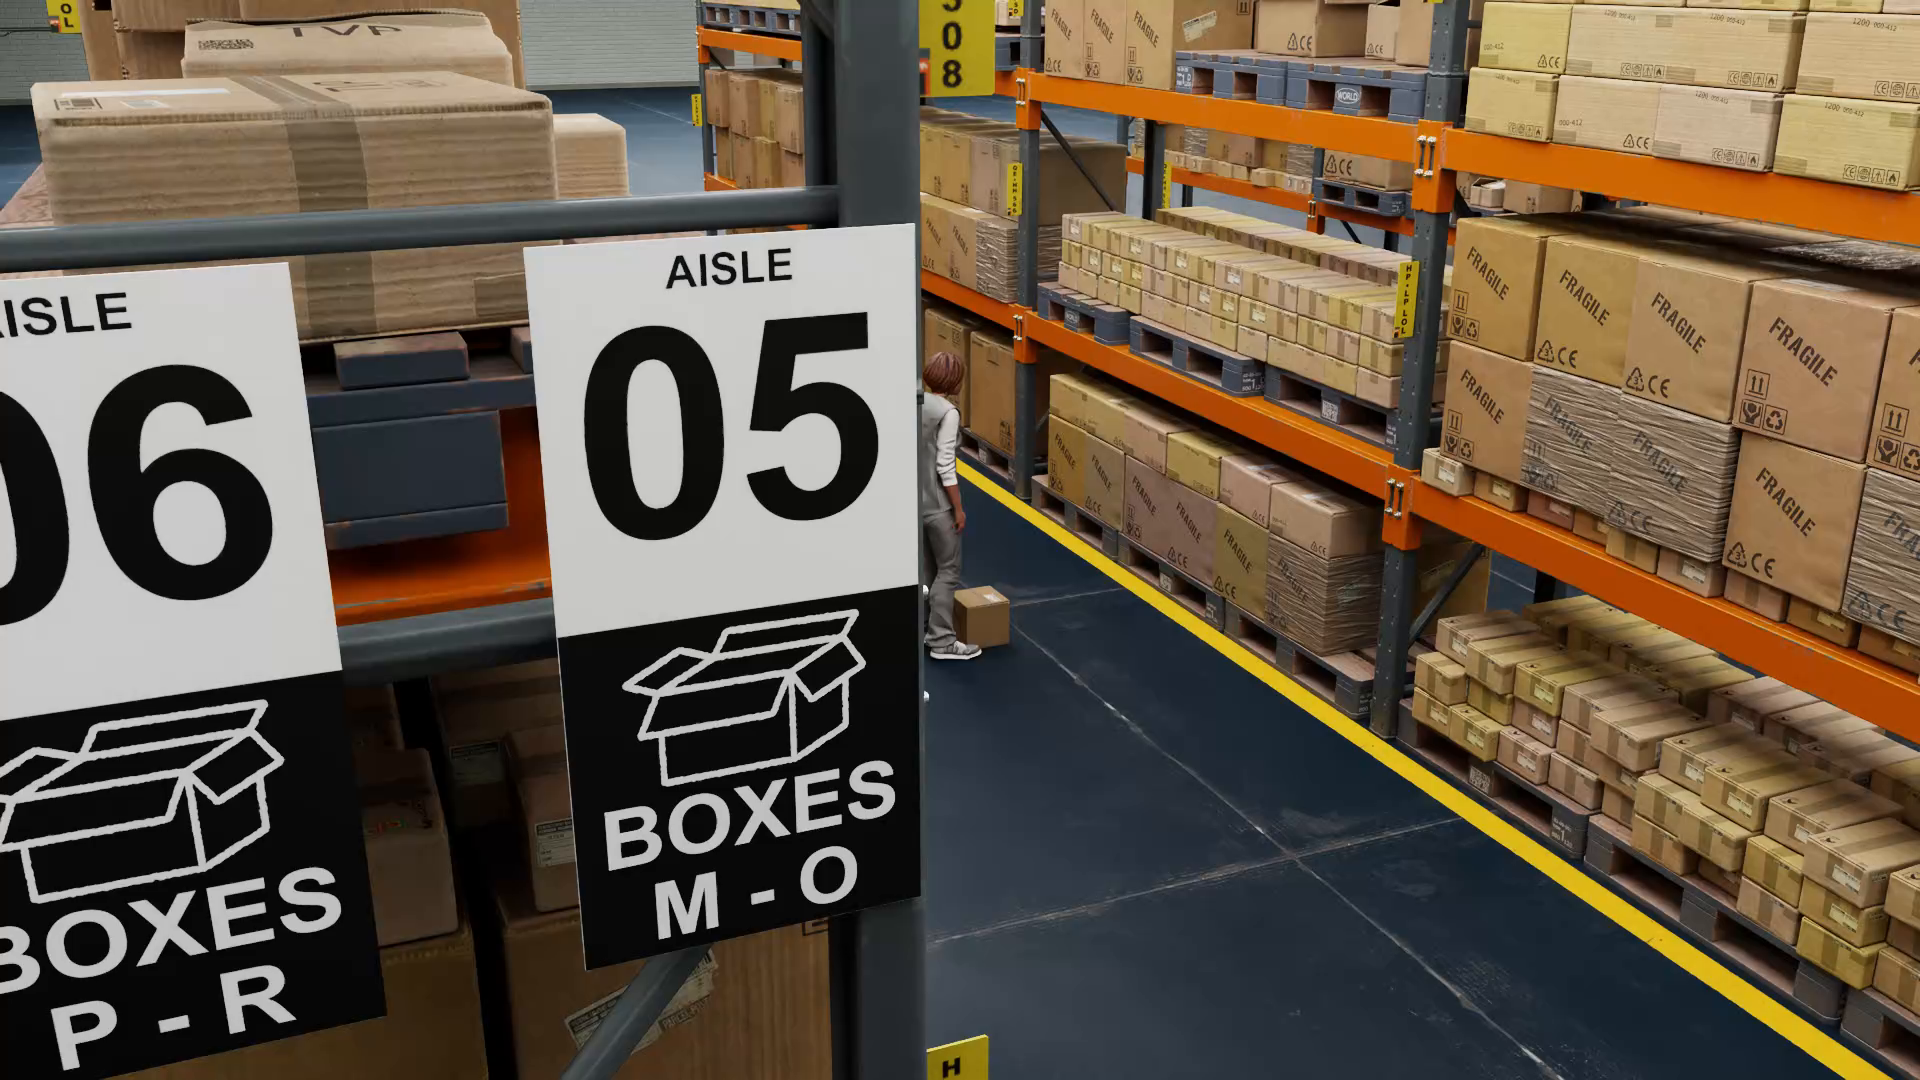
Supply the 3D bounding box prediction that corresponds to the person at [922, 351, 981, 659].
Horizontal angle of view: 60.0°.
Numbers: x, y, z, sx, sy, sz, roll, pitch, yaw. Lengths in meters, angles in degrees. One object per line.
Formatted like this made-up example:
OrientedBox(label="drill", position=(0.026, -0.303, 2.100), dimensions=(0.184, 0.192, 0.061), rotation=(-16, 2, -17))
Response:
OrientedBox(label="person", position=(-0.122, -0.182, 8.607), dimensions=(0.347, 1.592, 0.484), rotation=(-9, 21, -25))
